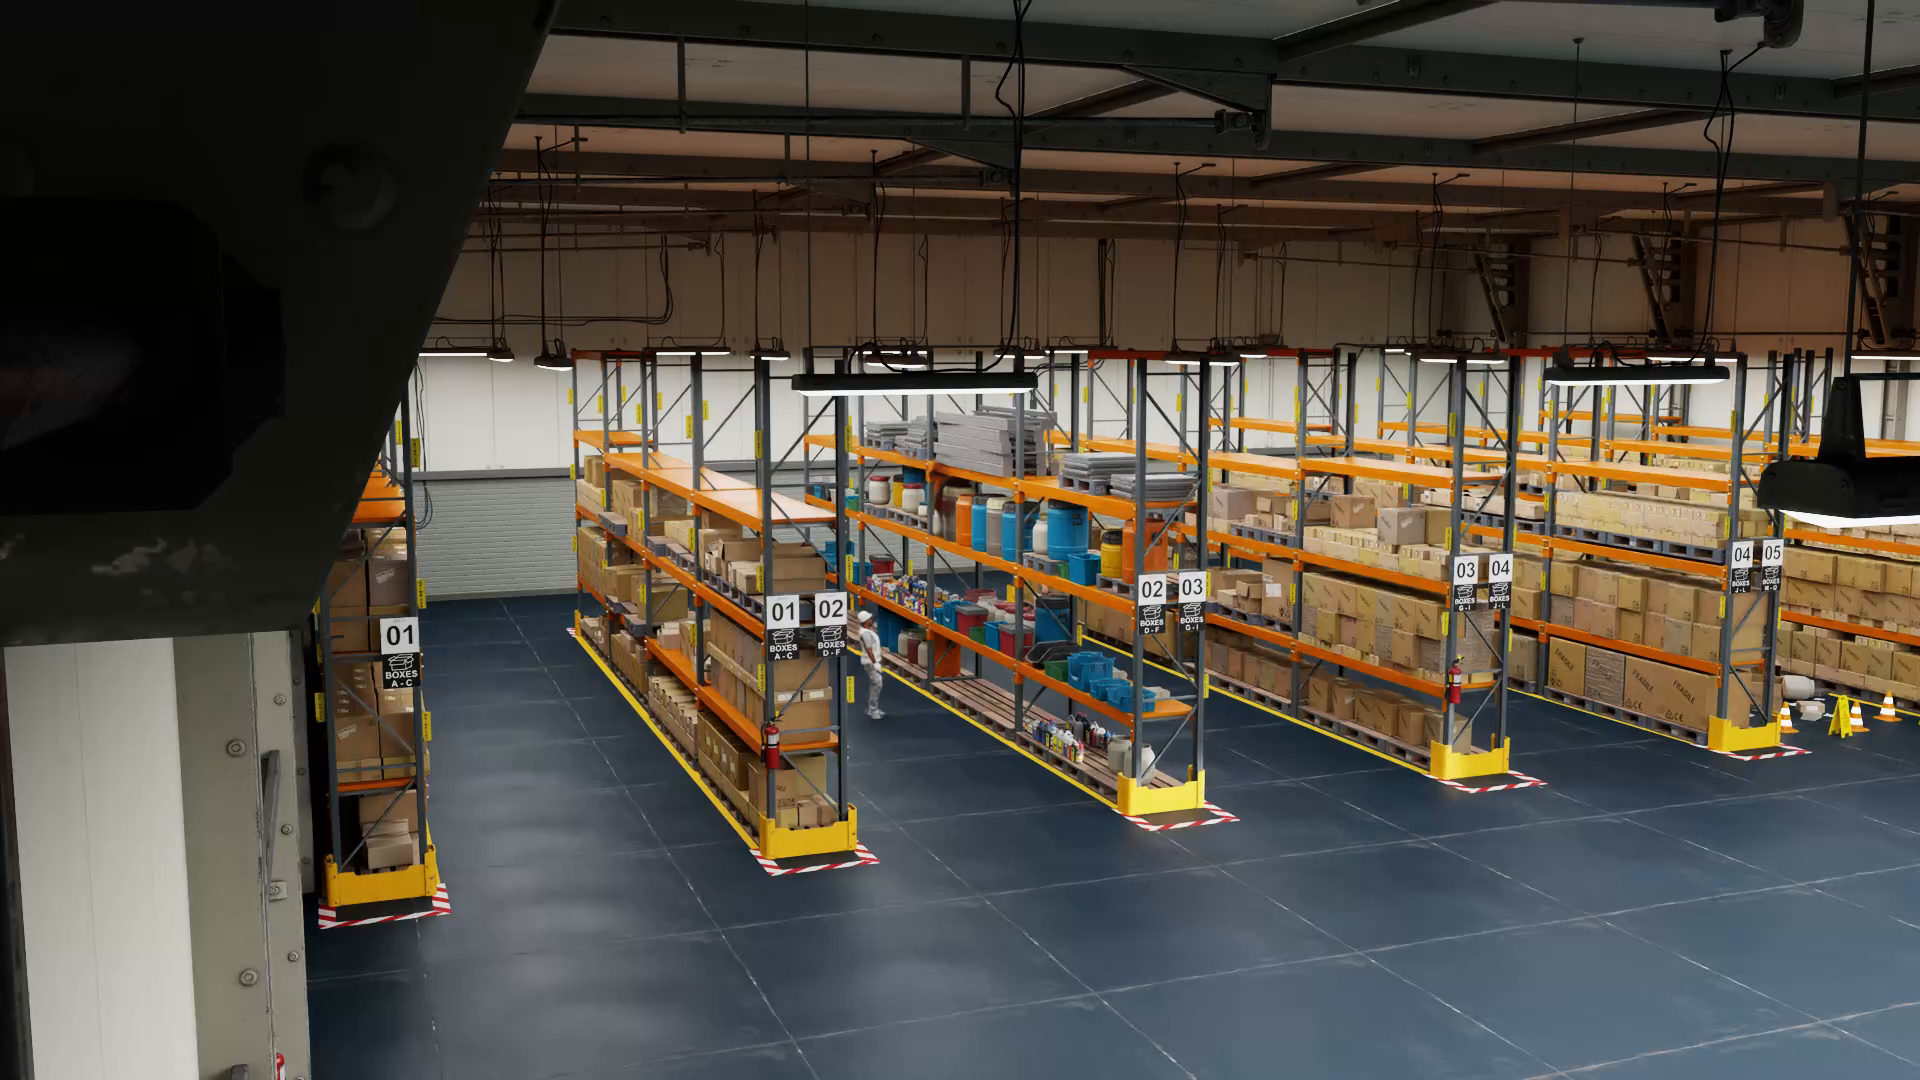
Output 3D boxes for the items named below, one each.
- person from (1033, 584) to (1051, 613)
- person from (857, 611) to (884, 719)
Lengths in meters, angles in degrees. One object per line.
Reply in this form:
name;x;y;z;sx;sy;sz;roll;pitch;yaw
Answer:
person;1.648;1.599;31.621;0.430;1.617;1.064;-3;8;-25
person;-1.466;2.069;27.582;0.491;1.829;0.601;1;7;8
